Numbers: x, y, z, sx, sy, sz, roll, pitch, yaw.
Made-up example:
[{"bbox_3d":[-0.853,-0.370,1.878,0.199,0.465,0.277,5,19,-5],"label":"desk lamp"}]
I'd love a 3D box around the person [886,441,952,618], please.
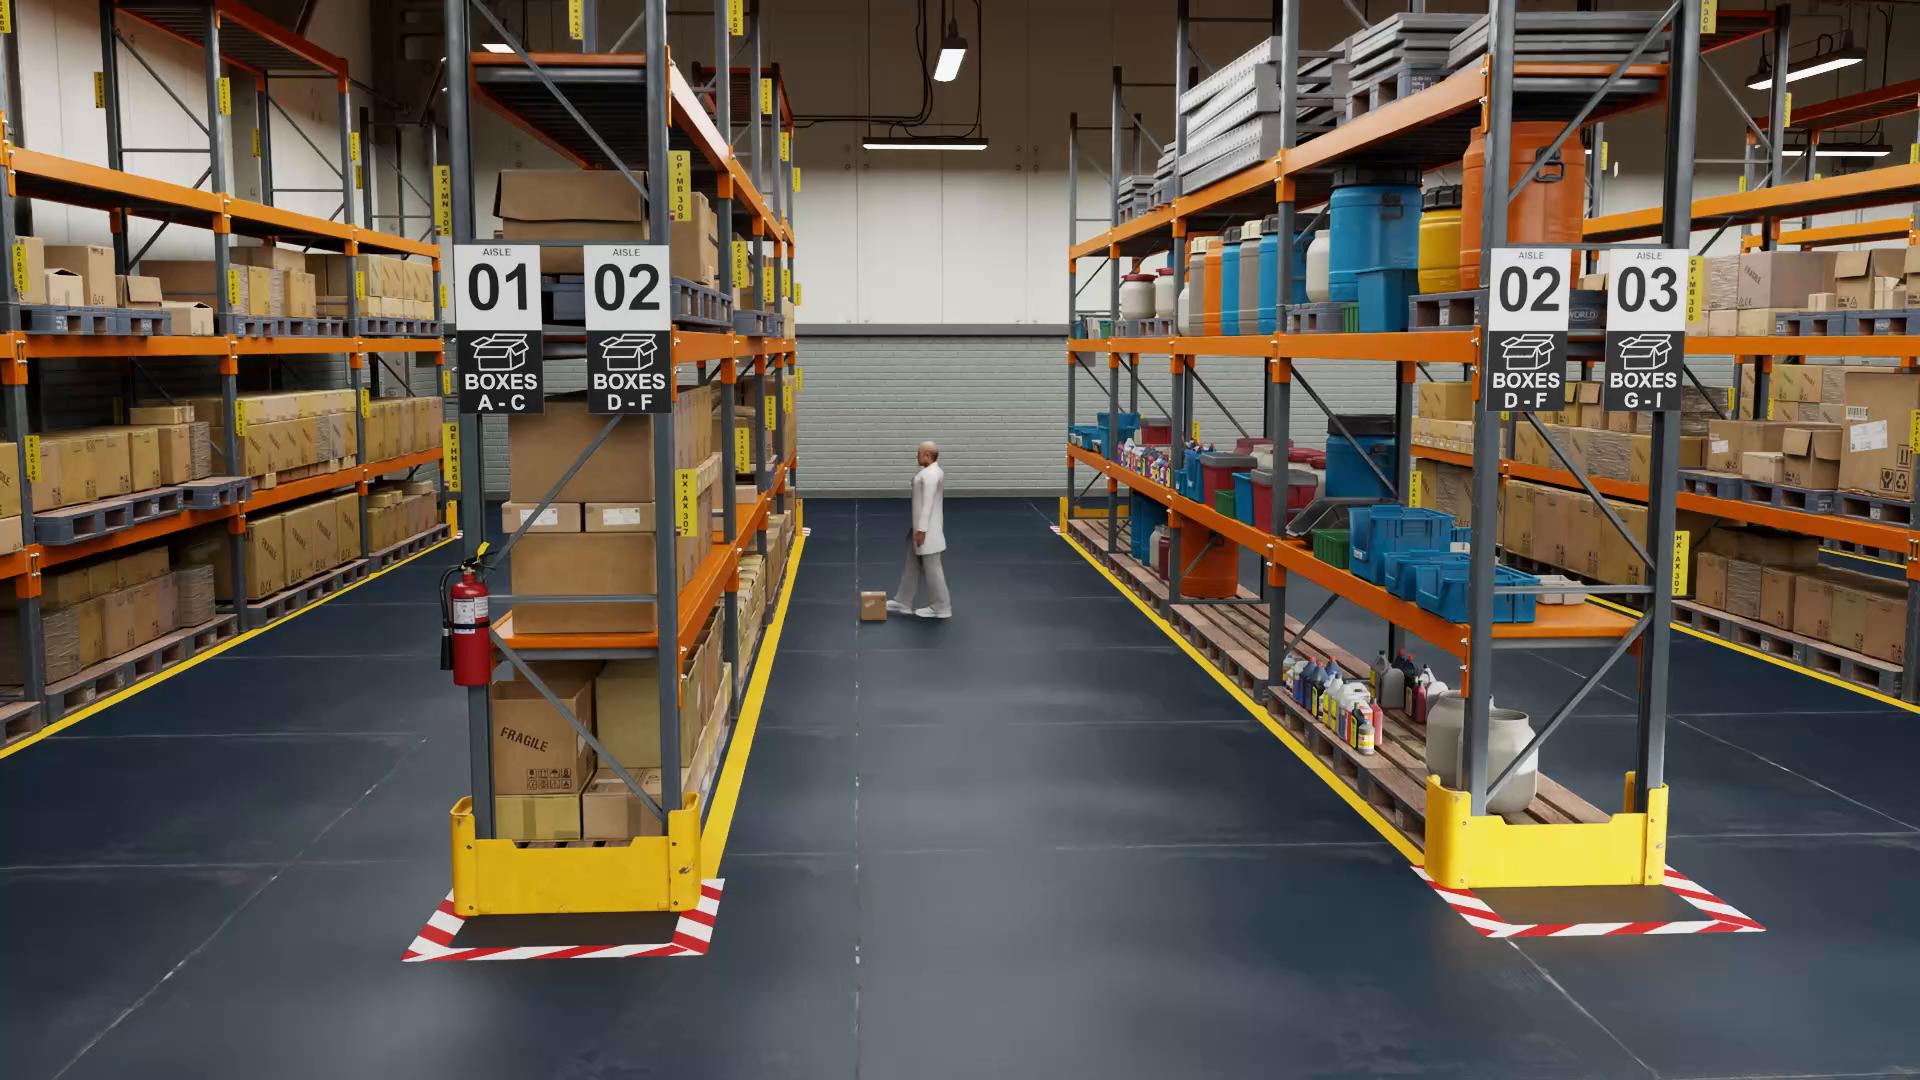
[{"bbox_3d":[-0.468,-0.109,16.670,0.774,1.766,0.576,0,7,2],"label":"person"}]
